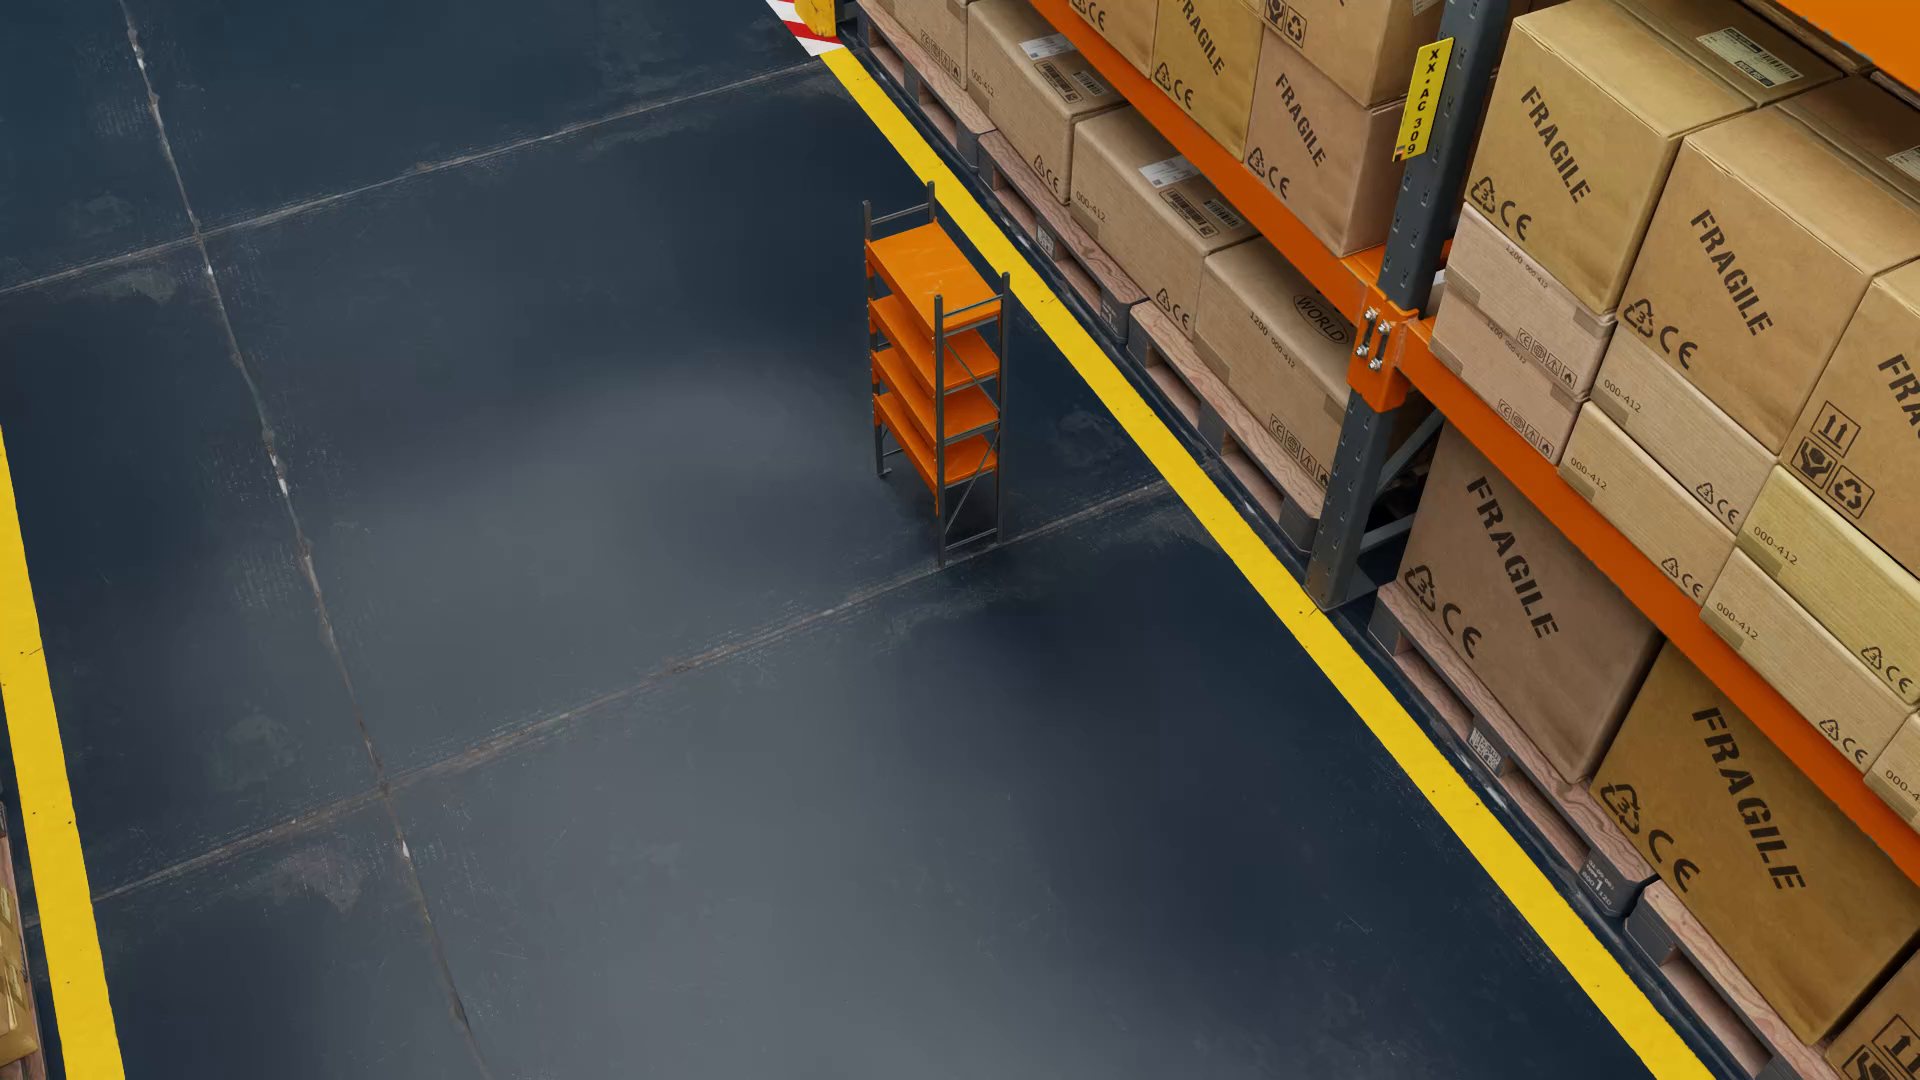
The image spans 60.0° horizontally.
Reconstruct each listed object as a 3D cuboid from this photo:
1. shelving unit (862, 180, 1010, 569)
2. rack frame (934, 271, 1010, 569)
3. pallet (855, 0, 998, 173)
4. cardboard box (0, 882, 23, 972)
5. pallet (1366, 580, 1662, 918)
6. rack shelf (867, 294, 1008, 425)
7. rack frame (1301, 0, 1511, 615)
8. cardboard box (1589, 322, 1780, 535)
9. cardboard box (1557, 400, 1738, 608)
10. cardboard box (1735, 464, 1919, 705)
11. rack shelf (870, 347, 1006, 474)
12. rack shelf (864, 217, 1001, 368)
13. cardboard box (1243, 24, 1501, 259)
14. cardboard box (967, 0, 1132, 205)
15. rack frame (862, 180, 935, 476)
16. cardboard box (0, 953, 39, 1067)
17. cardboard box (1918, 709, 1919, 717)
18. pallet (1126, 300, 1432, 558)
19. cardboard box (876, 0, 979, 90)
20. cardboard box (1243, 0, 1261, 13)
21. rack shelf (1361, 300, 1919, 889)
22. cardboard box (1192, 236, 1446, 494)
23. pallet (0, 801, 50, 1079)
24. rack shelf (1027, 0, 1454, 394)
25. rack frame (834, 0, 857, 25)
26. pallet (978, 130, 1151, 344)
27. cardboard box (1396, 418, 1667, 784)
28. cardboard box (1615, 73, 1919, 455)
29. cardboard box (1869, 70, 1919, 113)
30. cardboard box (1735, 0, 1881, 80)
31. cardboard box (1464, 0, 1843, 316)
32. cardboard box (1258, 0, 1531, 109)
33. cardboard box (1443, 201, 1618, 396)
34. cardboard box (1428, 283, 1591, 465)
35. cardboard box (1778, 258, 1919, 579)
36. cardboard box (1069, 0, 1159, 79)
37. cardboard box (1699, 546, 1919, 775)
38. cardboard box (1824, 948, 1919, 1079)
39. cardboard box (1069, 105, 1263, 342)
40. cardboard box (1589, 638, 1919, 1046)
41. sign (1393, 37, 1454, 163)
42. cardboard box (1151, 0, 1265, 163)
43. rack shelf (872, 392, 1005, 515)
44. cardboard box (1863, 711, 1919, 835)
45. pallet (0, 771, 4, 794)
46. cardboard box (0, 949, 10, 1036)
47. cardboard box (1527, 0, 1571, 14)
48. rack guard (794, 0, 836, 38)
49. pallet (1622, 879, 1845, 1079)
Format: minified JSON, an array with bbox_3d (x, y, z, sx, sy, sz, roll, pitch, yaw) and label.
[{"bbox_3d":[-0.076,-0.506,5.395,0.258,1.200,0.503,-21,52,-18],"label":"shelving unit"},{"bbox_3d":[0.036,-0.342,5.252,0.240,1.200,0.015,-21,52,-18],"label":"rack frame"},{"bbox_3d":[0.229,-2.204,7.538,1.003,0.211,1.213,-21,52,-18],"label":"pallet"},{"bbox_3d":[-2.734,1.087,4.422,0.380,0.149,0.250,-20,52,-16],"label":"cardboard box"},{"bbox_3d":[2.044,0.455,5.212,1.003,0.211,1.213,-21,52,-18],"label":"pallet"},{"bbox_3d":[-0.076,-0.609,5.278,0.258,0.148,0.480,-21,52,-18],"label":"rack shelf"},{"bbox_3d":[1.624,-0.954,4.591,1.000,3.000,0.127,-21,52,-18],"label":"rack frame"},{"bbox_3d":[1.838,-0.338,3.820,0.500,0.250,0.500,-20,52,-17],"label":"cardboard box"},{"bbox_3d":[1.829,-0.173,4.008,0.500,0.250,0.500,-22,52,-18],"label":"cardboard box"},{"bbox_3d":[2.045,0.009,3.517,0.500,0.250,0.500,-21,52,-17],"label":"cardboard box"},{"bbox_3d":[-0.076,-0.462,5.446,0.258,0.148,0.480,-21,52,-18],"label":"rack shelf"},{"bbox_3d":[-0.076,-0.764,5.099,0.258,0.148,0.480,-21,52,-18],"label":"rack shelf"},{"bbox_3d":[1.184,-1.209,4.748,0.500,0.500,0.500,-21,52,-17],"label":"cardboard box"},{"bbox_3d":[0.611,-1.909,6.850,0.875,0.438,0.875,-20,52,-17],"label":"cardboard box"},{"bbox_3d":[-0.187,-0.669,5.538,0.240,1.200,0.015,-21,52,-18],"label":"rack frame"},{"bbox_3d":[-2.612,1.265,4.266,0.380,0.149,0.250,-23,53,-19],"label":"cardboard box"},{"bbox_3d":[2.278,0.347,3.221,0.500,0.250,0.500,-23,53,-19],"label":"cardboard box"},{"bbox_3d":[1.345,-0.571,6.110,1.003,0.211,1.213,-21,52,-18],"label":"pallet"},{"bbox_3d":[0.184,-2.518,7.383,0.875,0.438,0.875,-23,53,-19],"label":"cardboard box"},{"bbox_3d":[0.937,-1.879,4.670,0.500,0.500,0.500,-22,52,-18],"label":"cardboard box"},{"bbox_3d":[2.539,0.622,3.691,1.077,0.370,4.000,-21,52,-18],"label":"rack shelf"},{"bbox_3d":[1.432,-0.705,5.797,0.875,0.438,0.875,-22,52,-18],"label":"cardboard box"},{"bbox_3d":[-3.070,1.300,4.473,1.003,0.211,1.213,-21,52,-18],"label":"pallet"},{"bbox_3d":[0.709,-2.055,6.033,1.077,0.370,4.000,-21,52,-18],"label":"rack shelf"},{"bbox_3d":[-0.207,-3.631,6.933,1.000,3.000,0.127,-21,52,-18],"label":"rack frame"},{"bbox_3d":[0.783,-1.389,6.825,1.003,0.211,1.213,-21,52,-18],"label":"pallet"},{"bbox_3d":[1.979,-0.005,4.894,0.875,0.875,0.875,-20,52,-16],"label":"cardboard box"},{"bbox_3d":[1.827,-0.591,3.544,0.500,0.500,0.500,-21,52,-18],"label":"cardboard box"},{"bbox_3d":[2.295,-0.759,3.691,0.500,0.500,0.500,-20,52,-17],"label":"cardboard box"},{"bbox_3d":[2.052,-1.103,3.991,0.500,0.500,0.500,-20,52,-16],"label":"cardboard box"},{"bbox_3d":[1.570,-0.922,3.833,0.500,0.500,0.500,-21,52,-17],"label":"cardboard box"},{"bbox_3d":[1.162,-1.536,4.370,0.500,0.500,0.500,-22,52,-18],"label":"cardboard box"},{"bbox_3d":[1.574,-0.677,4.117,0.500,0.250,0.500,-23,53,-19],"label":"cardboard box"},{"bbox_3d":[1.590,-0.519,4.311,0.500,0.250,0.500,-22,52,-18],"label":"cardboard box"},{"bbox_3d":[2.054,-0.255,3.249,0.500,0.500,0.500,-22,52,-18],"label":"cardboard box"},{"bbox_3d":[0.701,-1.883,5.337,0.500,0.500,0.500,-22,52,-18],"label":"cardboard box"},{"bbox_3d":[2.049,0.176,3.703,0.500,0.250,0.500,-22,52,-18],"label":"cardboard box"},{"bbox_3d":[2.808,1.196,3.844,0.875,0.875,0.875,-21,52,-17],"label":"cardboard box"},{"bbox_3d":[1.022,-1.304,6.321,0.875,0.438,0.875,-23,53,-19],"label":"cardboard box"},{"bbox_3d":[2.399,0.597,4.368,0.875,0.875,0.875,-20,52,-16],"label":"cardboard box"},{"bbox_3d":[1.131,-1.072,4.067,0.100,0.325,0.005,-21,52,-18],"label":"sign"},{"bbox_3d":[0.944,-1.551,5.048,0.500,0.500,0.500,-22,52,-18],"label":"cardboard box"},{"bbox_3d":[-0.076,-0.331,5.595,0.258,0.148,0.480,-21,52,-18],"label":"rack shelf"},{"bbox_3d":[2.270,0.513,3.408,0.500,0.250,0.500,-22,52,-18],"label":"cardboard box"},{"bbox_3d":[-3.632,0.482,5.188,1.003,0.211,1.213,-21,52,-18],"label":"pallet"},{"bbox_3d":[-2.613,1.169,4.152,0.380,0.149,0.250,-19,51,-16],"label":"cardboard box"},{"bbox_3d":[1.621,-1.718,4.529,0.500,0.500,0.500,-21,52,-17],"label":"cardboard box"},{"bbox_3d":[-0.218,-2.824,7.888,1.175,0.500,0.348,-21,52,-18],"label":"rack guard"},{"bbox_3d":[2.606,1.273,4.497,1.003,0.211,1.213,-21,52,-18],"label":"pallet"}]
